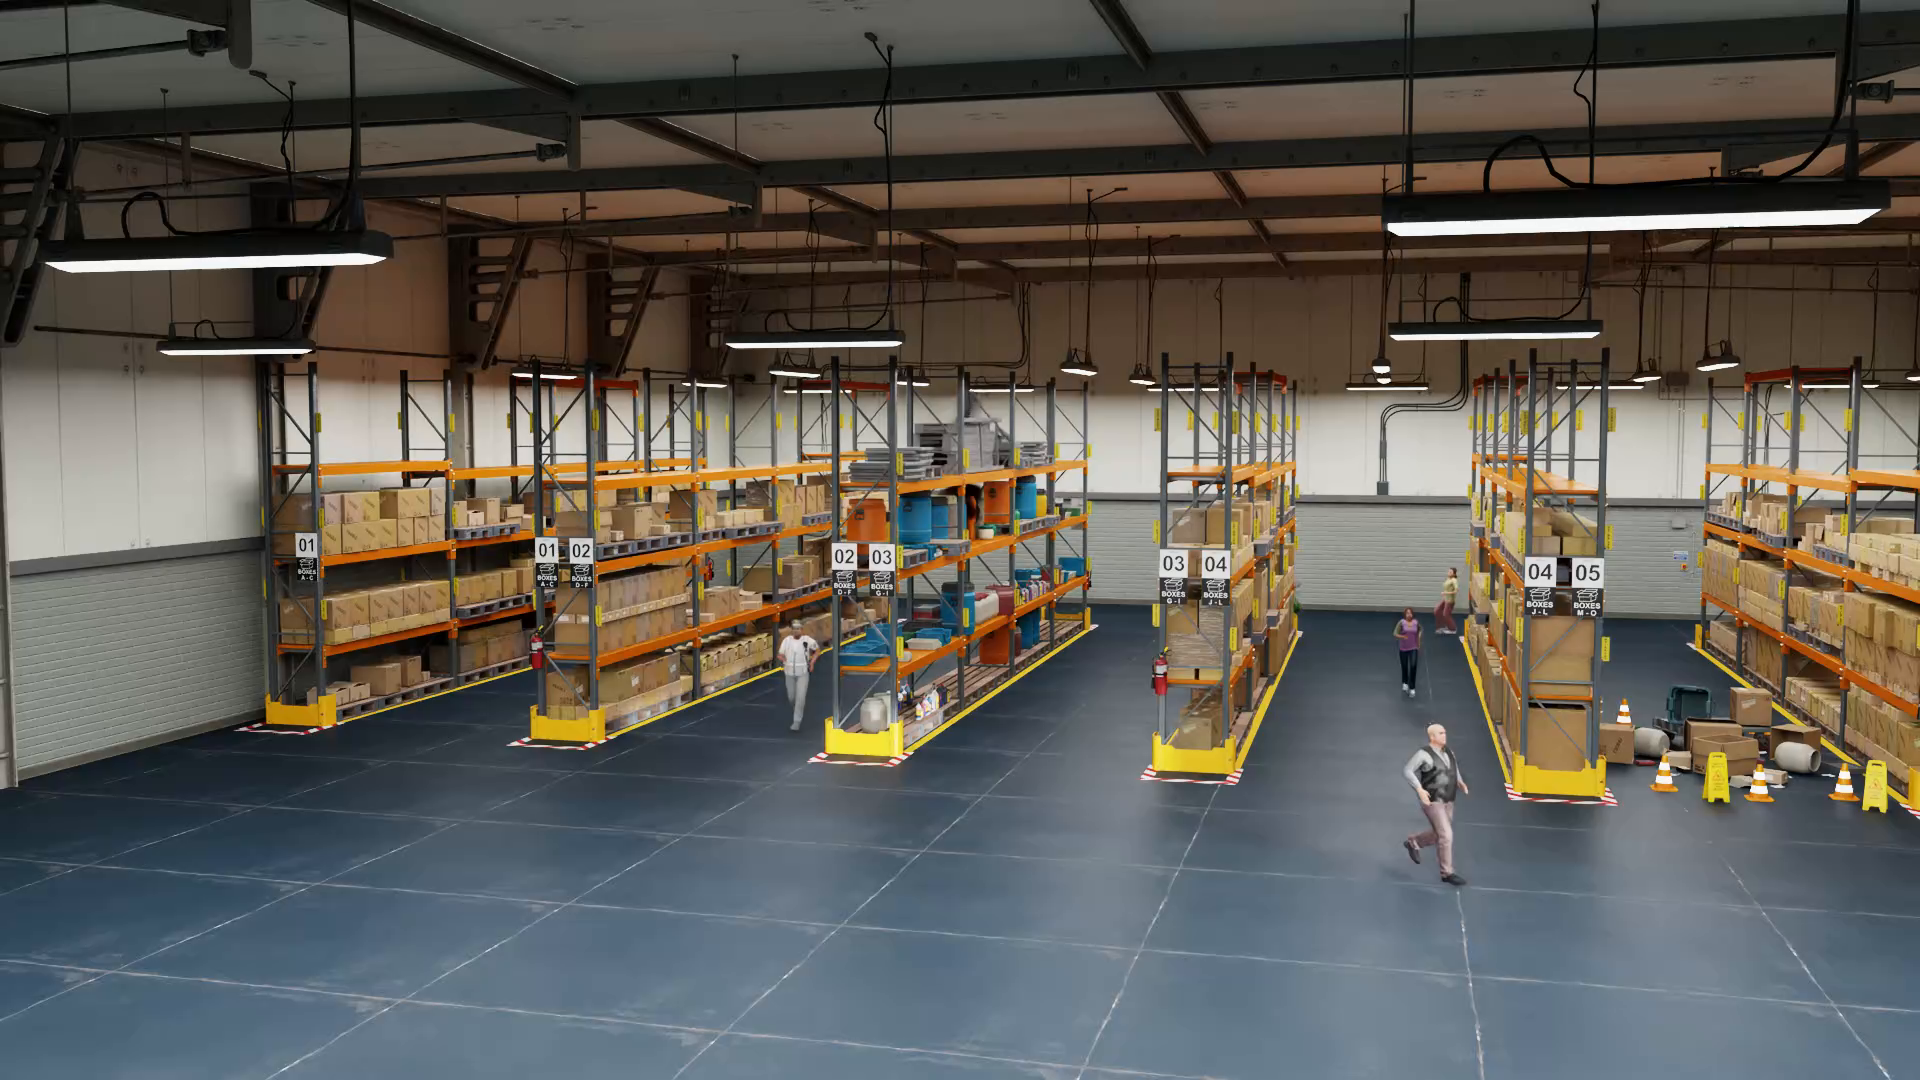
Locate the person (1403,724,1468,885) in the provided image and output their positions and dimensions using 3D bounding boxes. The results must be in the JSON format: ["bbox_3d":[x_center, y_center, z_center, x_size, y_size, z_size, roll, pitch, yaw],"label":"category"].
[{"bbox_3d":[5.198,2.859,18.223,0.684,1.699,0.908,-3,5,-35],"label":"person"}]

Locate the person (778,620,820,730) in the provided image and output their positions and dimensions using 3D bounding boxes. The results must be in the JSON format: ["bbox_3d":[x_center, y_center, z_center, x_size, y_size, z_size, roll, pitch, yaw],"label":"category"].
[{"bbox_3d":[-2.660,2.169,27.202,0.665,1.752,1.010,1,4,7],"label":"person"}]

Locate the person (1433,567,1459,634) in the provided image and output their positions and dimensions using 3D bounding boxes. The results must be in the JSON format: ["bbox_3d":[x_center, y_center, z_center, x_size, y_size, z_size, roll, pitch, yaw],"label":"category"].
[{"bbox_3d":[11.527,1.458,39.227,0.579,1.667,0.690,0,4,-5],"label":"person"}]

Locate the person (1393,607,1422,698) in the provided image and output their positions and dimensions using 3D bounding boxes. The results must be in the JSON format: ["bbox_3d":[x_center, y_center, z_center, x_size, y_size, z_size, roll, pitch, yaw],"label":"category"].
[{"bbox_3d":[8.232,2.041,30.588,0.528,1.631,0.751,1,4,12],"label":"person"}]

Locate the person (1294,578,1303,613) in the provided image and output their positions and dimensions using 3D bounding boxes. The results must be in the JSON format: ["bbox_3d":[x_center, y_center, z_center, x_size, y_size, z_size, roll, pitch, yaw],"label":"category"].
[{"bbox_3d":[7.977,1.306,40.160,0.558,1.741,0.675,2,4,26],"label":"person"}]
